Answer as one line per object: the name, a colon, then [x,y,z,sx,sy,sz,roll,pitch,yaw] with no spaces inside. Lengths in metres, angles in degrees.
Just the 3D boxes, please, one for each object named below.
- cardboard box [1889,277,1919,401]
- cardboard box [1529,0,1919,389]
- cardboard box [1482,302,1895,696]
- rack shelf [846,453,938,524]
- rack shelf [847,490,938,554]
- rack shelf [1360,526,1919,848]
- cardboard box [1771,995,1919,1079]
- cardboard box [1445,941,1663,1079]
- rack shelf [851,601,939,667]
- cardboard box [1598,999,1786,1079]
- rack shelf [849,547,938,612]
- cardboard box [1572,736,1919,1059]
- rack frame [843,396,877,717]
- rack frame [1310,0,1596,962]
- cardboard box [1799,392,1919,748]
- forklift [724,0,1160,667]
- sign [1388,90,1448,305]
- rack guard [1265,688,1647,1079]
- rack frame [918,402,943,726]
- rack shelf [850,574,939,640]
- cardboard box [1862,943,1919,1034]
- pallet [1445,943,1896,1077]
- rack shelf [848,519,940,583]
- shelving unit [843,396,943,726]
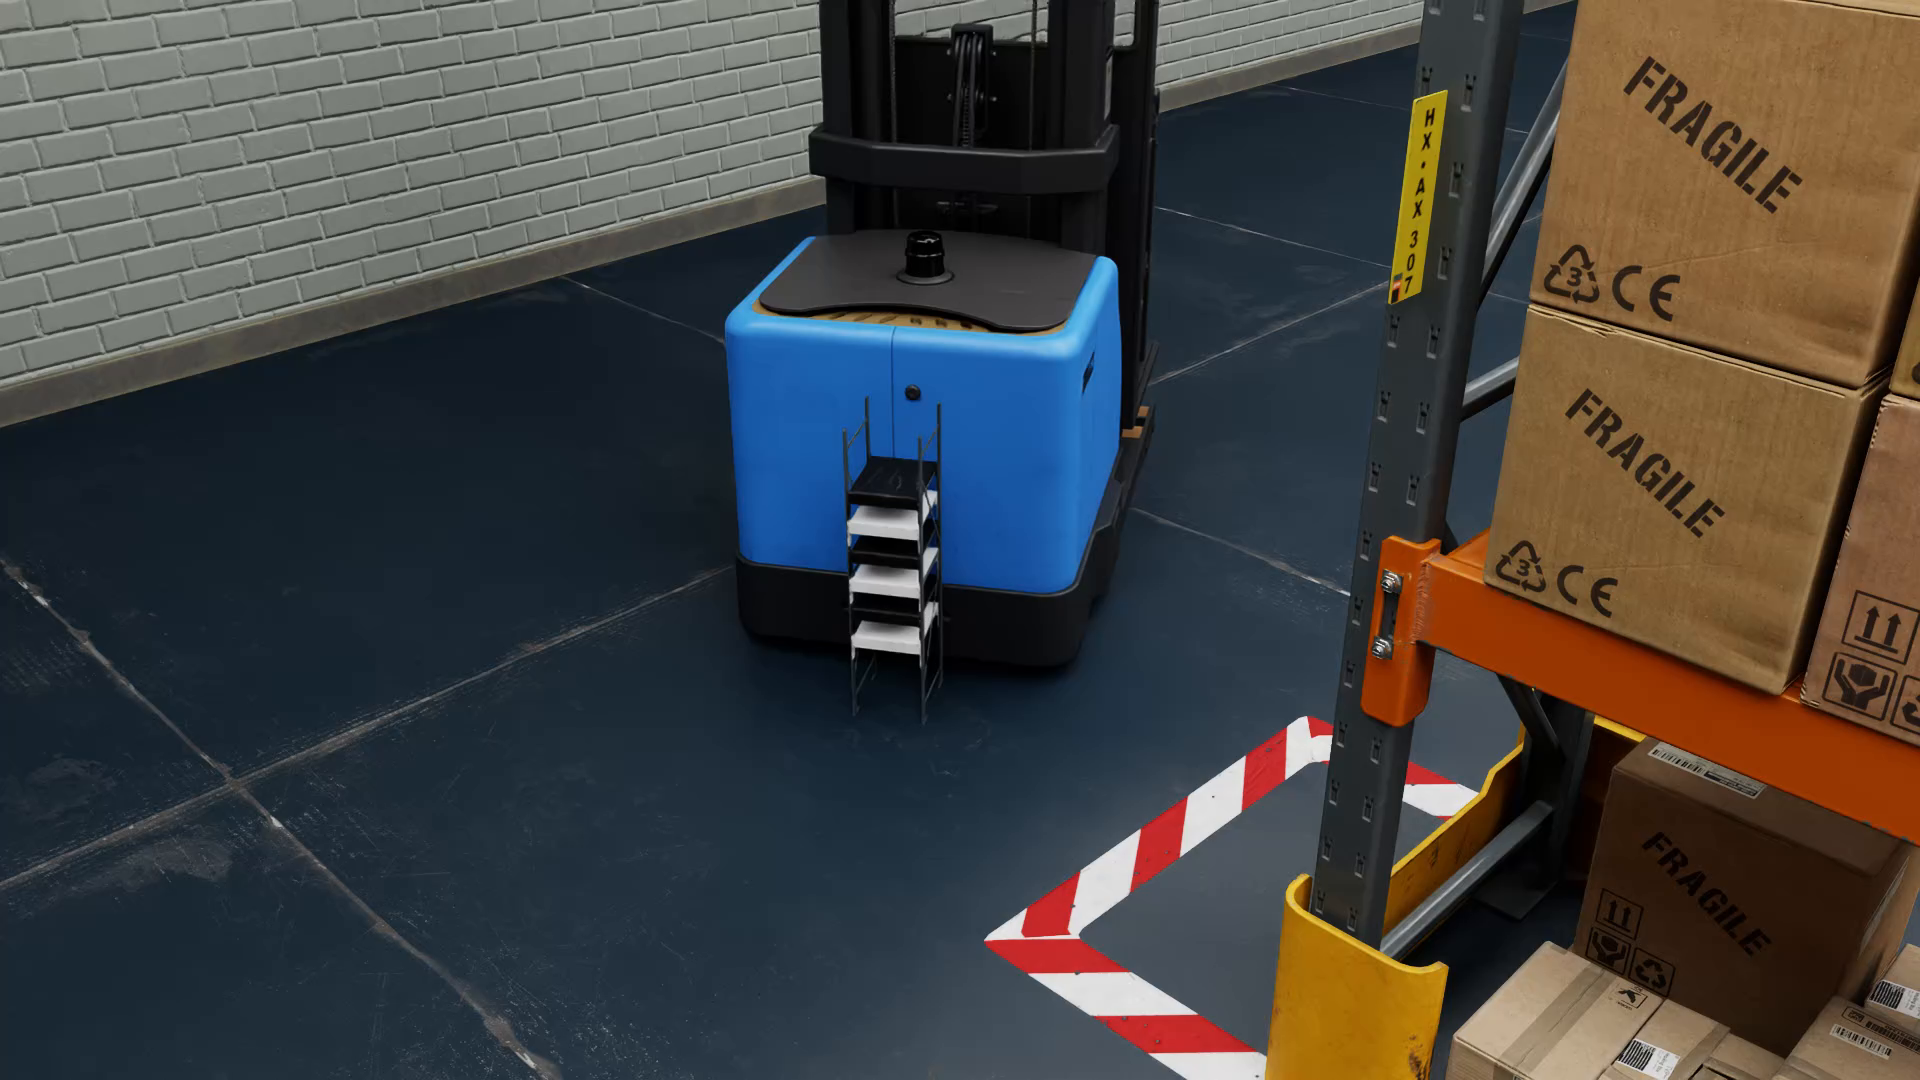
cardboard box: [1.611,-0.420,2.143,0.500,0.500,0.500,-25,37,-39]
cardboard box: [1.233,-0.588,2.463,0.500,0.500,0.500,-24,36,-38]
cardboard box: [1.233,-0.145,2.696,0.500,0.500,0.500,-24,36,-38]
rack shelf: [-0.180,-0.142,4.544,0.200,0.077,0.258,6,28,11]
rack shelf: [-0.180,-0.062,4.586,0.200,0.077,0.258,6,28,11]
rack shelf: [2.528,0.638,2.087,4.000,0.370,1.077,25,36,38]
cardboard box: [1.647,1.124,2.872,0.500,0.250,0.500,25,36,38]
cardboard box: [1.159,0.985,3.245,0.250,0.149,0.380,25,36,38]
rack shelf: [-0.180,0.256,4.754,0.200,0.077,0.258,6,28,11]
cardboard box: [1.338,1.058,3.086,0.250,0.166,0.380,25,36,38]
rack shelf: [-0.180,0.097,4.670,0.200,0.077,0.258,6,28,11]
cardboard box: [1.662,0.674,3.458,0.500,0.500,0.500,25,36,38]
rack frame: [-0.279,0.057,4.674,0.006,0.900,0.240,6,28,11]
rack frame: [1.102,-0.333,3.161,0.127,3.000,1.000,25,36,38]
cardboard box: [1.605,0.021,2.379,0.500,0.500,0.500,24,36,38]
forklift: [0.140,-1.591,5.627,1.130,2.935,3.031,6,28,11]
sign: [0.722,-0.536,2.617,0.005,0.325,0.100,25,36,38]
rack guard: [1.156,0.798,3.695,0.348,0.500,1.175,25,36,38]
rack frame: [-0.080,0.078,4.635,0.006,0.900,0.240,6,28,11]
rack shelf: [-0.180,0.176,4.712,0.200,0.077,0.258,6,28,11]
cardboard box: [1.888,0.984,3.228,0.250,0.166,0.380,25,36,38]
pallet: [1.725,1.186,3.269,1.213,0.211,1.003,25,36,38]
rack shelf: [-0.180,0.017,4.628,0.200,0.077,0.258,6,28,11]
shelving unit: [-0.180,0.067,4.654,0.210,0.900,0.258,6,28,11]
